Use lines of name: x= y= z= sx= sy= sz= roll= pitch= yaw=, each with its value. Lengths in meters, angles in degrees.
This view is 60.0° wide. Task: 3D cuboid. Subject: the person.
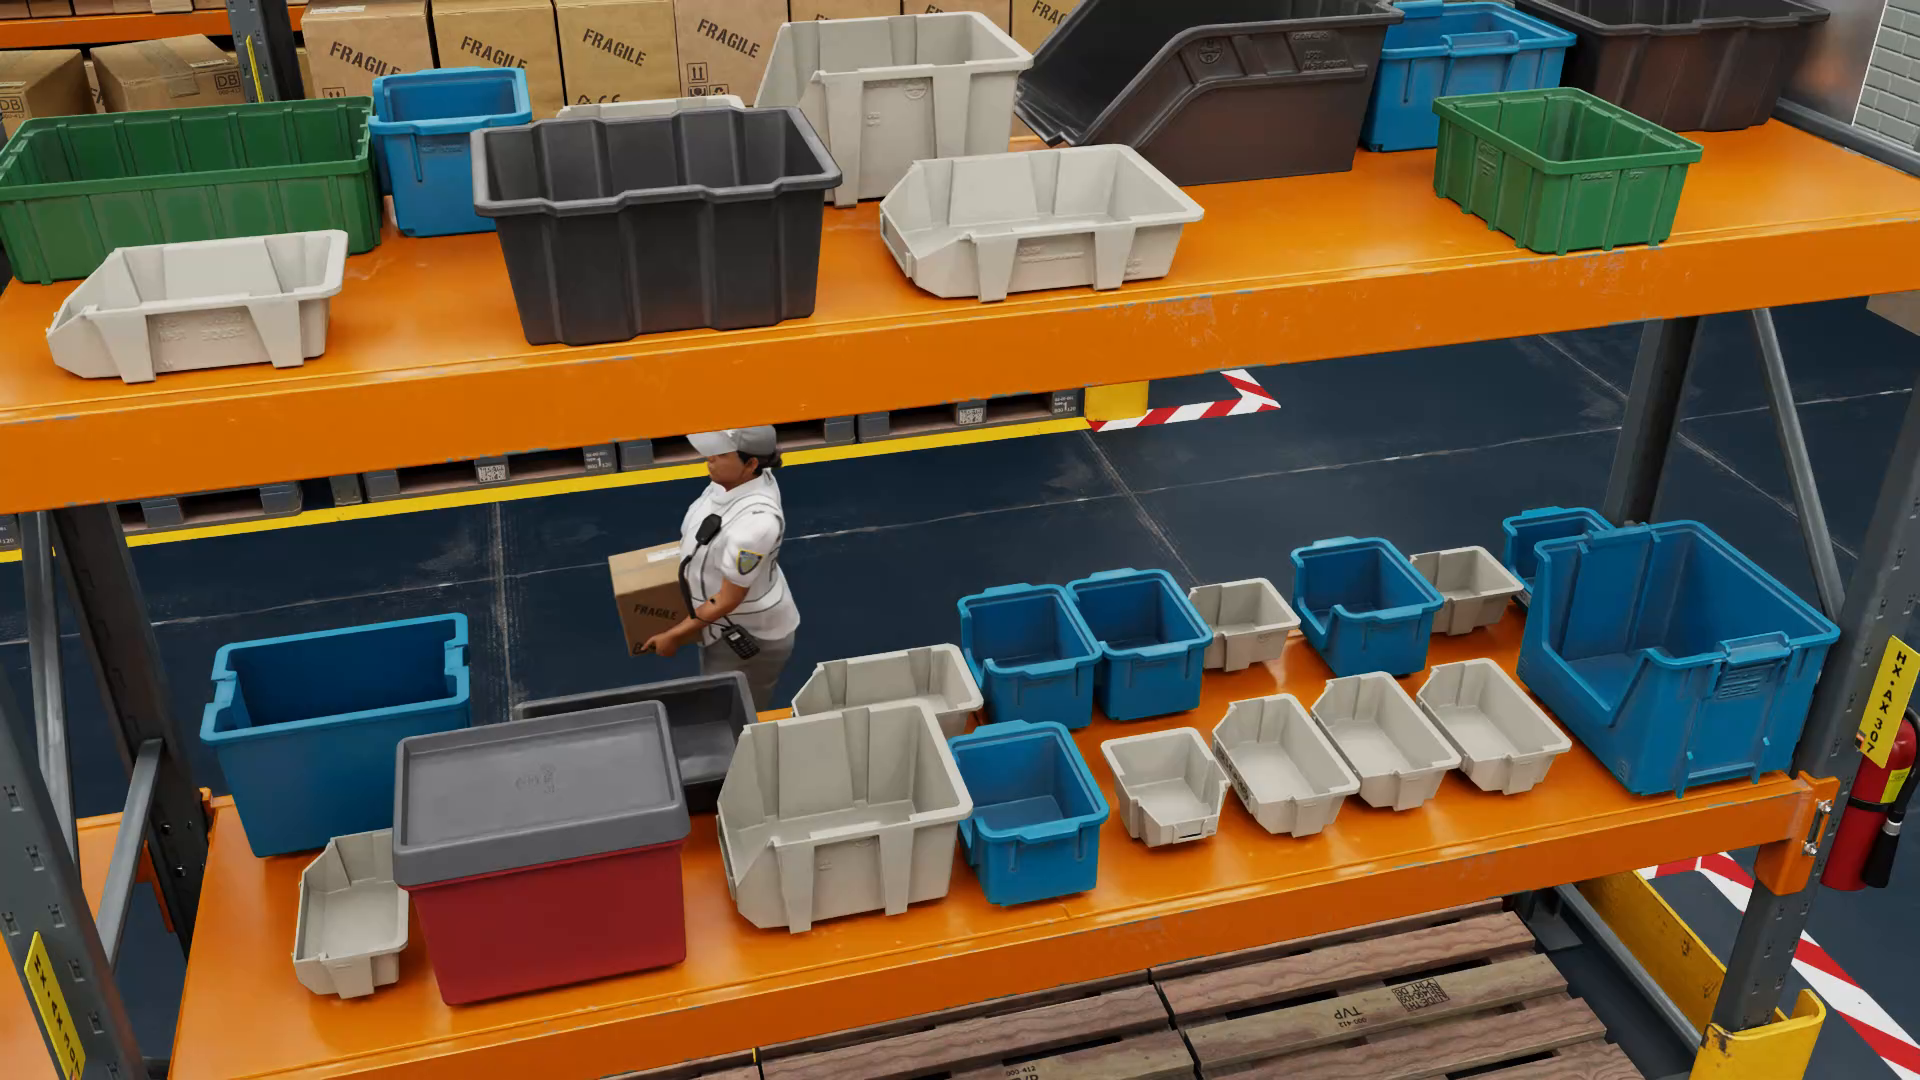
person: x=-0.811 y=0.315 z=5.602 sx=0.534 sy=1.653 sz=0.453 roll=-8 pitch=31 yaw=-13
